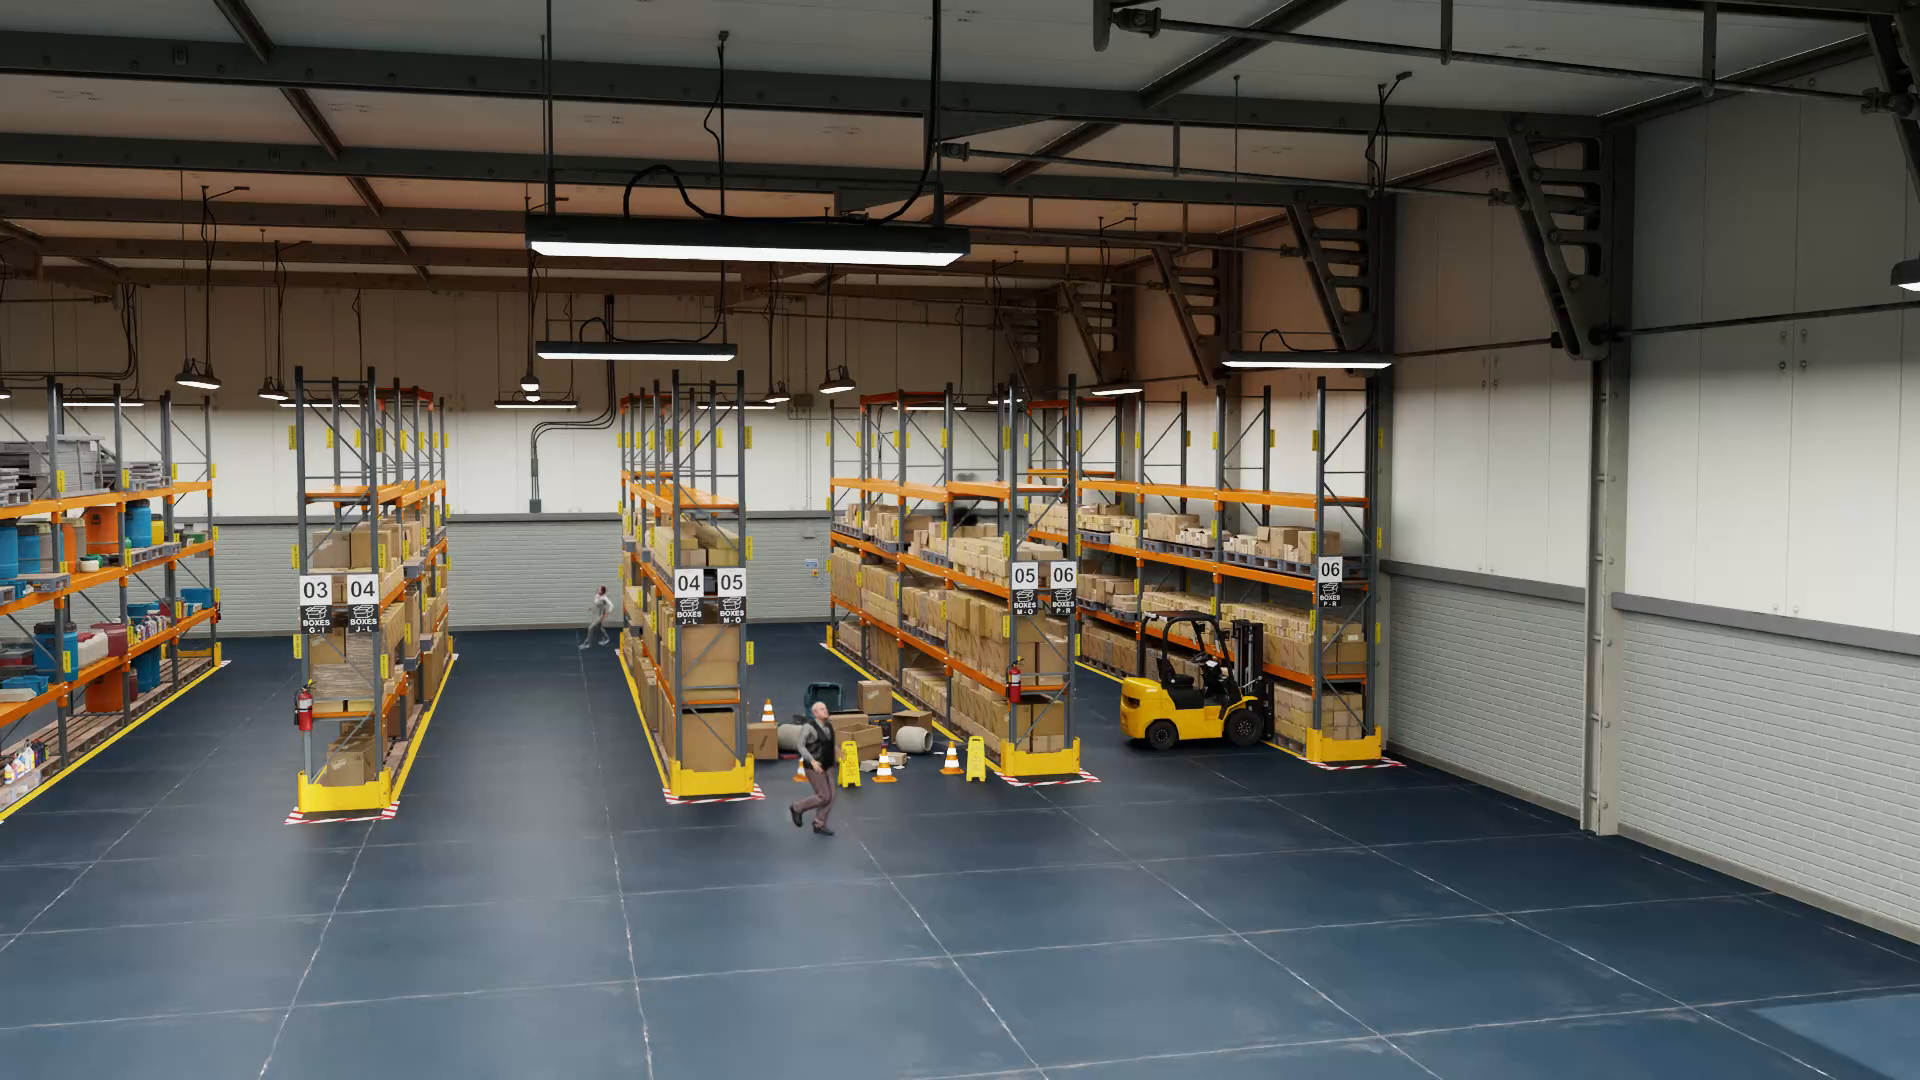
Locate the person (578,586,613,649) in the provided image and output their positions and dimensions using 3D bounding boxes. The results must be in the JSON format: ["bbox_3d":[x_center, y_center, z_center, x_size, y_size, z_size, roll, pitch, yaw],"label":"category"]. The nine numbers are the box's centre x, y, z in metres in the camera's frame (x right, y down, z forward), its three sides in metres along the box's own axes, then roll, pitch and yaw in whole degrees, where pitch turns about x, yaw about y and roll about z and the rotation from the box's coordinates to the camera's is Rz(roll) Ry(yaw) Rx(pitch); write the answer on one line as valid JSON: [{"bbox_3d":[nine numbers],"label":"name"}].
[{"bbox_3d":[-8.796,1.844,40.041,0.819,1.526,0.704,-1,4,-18],"label":"person"}]

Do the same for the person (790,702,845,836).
[{"bbox_3d":[-1.804,2.905,21.199,0.633,1.694,0.658,2,4,31],"label":"person"}]
